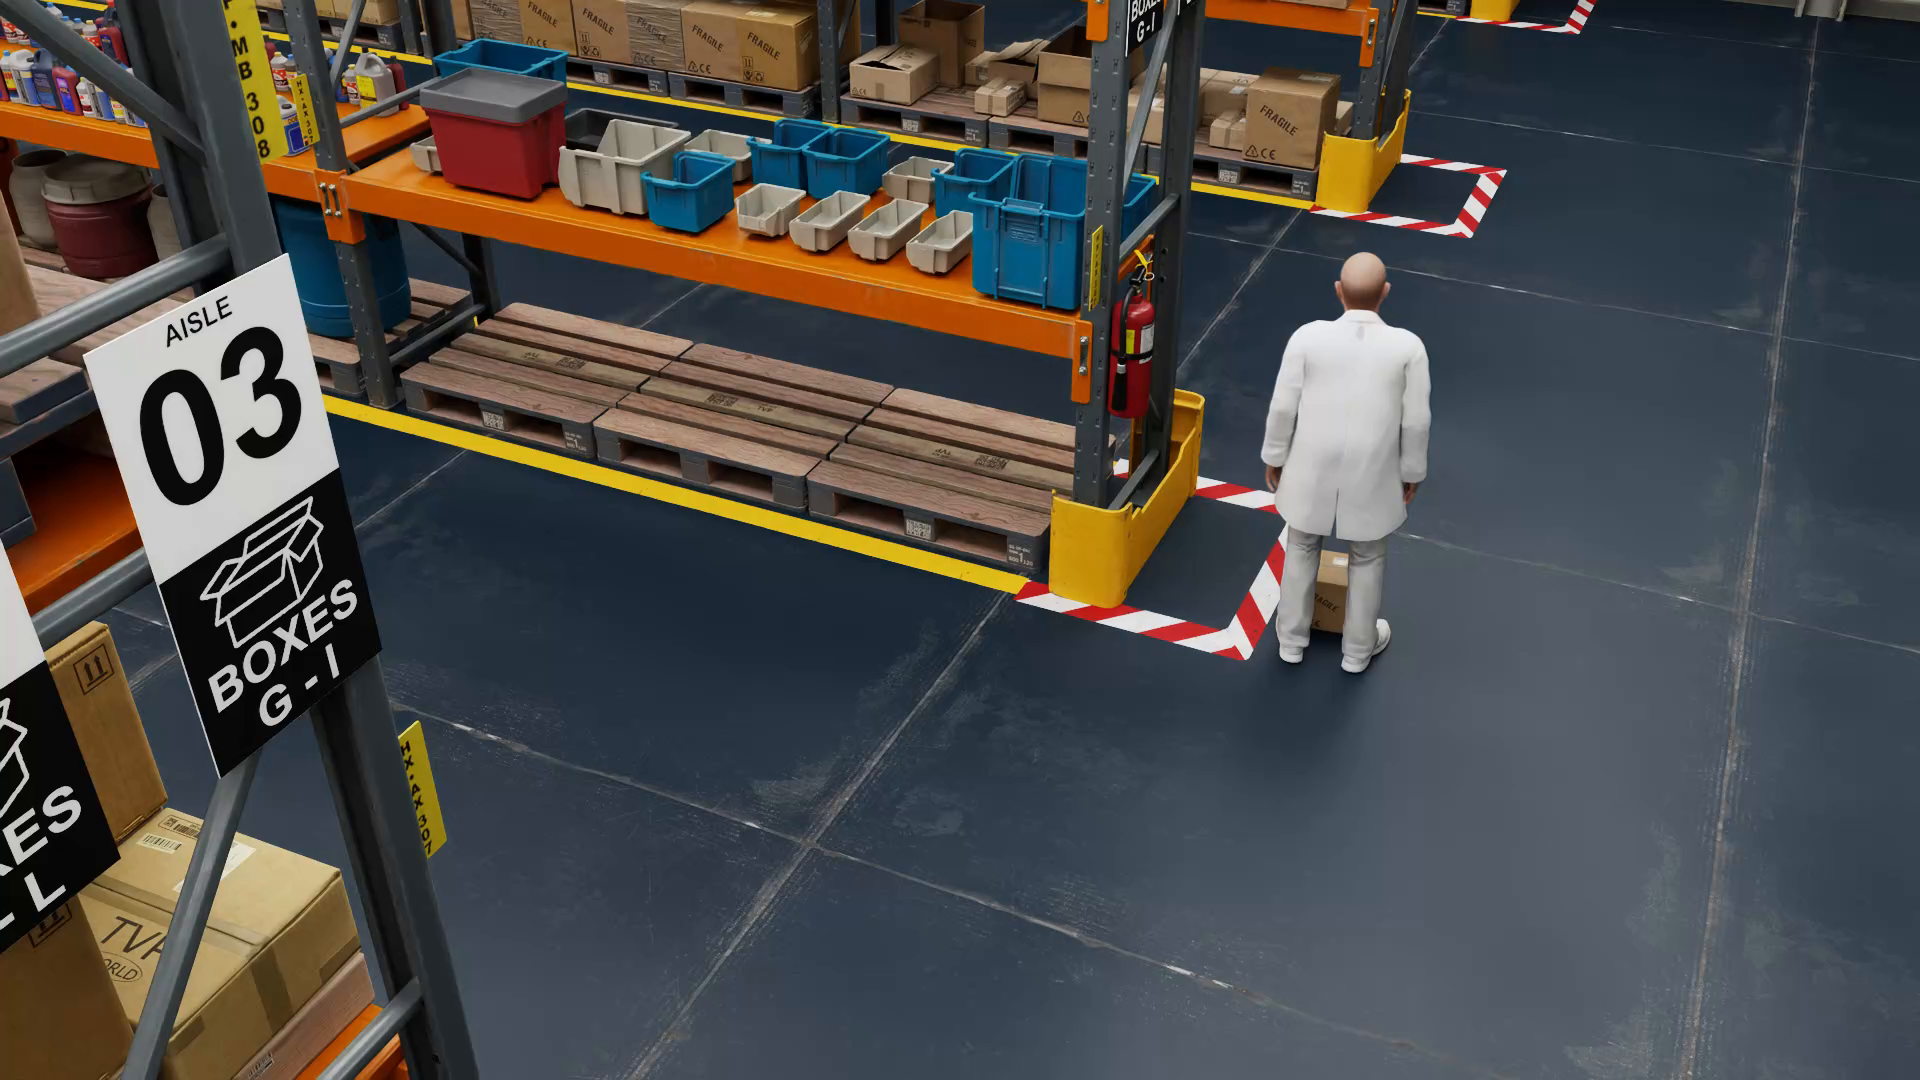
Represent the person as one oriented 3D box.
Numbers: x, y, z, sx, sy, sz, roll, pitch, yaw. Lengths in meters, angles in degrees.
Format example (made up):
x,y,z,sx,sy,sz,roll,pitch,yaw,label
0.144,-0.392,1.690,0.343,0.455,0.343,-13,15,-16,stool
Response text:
x,y,z,sx,sy,sz,roll,pitch,yaw,label
1.514,-0.286,6.593,0.644,1.772,0.429,9,34,13,person
